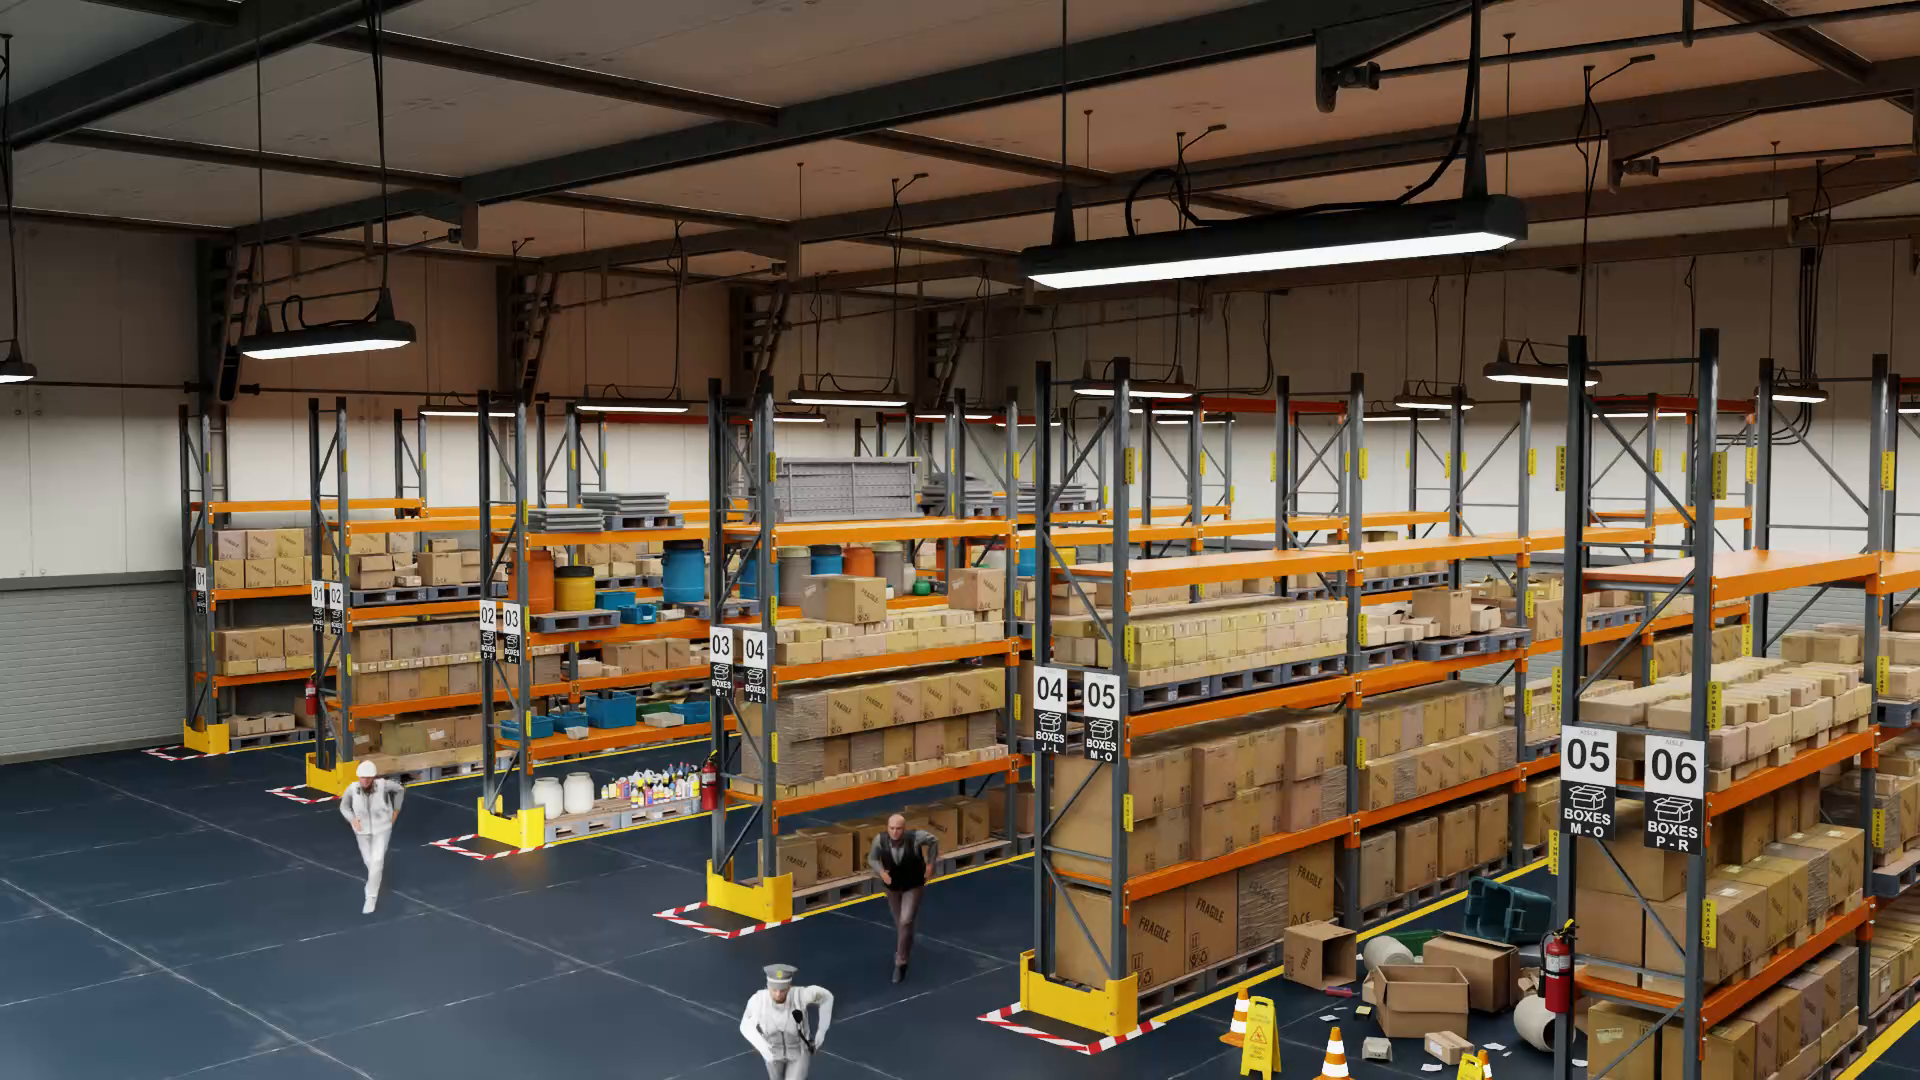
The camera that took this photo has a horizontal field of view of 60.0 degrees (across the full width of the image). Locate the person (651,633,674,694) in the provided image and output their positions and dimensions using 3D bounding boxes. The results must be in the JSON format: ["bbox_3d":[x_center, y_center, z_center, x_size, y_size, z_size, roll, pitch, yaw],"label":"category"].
[{"bbox_3d":[-5.886,2.582,32.635,0.698,1.749,0.678,2,4,35],"label":"person"}]

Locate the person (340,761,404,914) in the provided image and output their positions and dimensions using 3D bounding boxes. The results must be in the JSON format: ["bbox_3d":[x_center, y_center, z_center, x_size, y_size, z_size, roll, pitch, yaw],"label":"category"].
[{"bbox_3d":[-6.722,3.332,19.056,0.697,1.733,1.045,-1,3,-15],"label":"person"}]

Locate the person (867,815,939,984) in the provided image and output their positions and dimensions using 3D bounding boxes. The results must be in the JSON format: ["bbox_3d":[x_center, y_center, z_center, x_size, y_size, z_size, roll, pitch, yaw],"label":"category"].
[{"bbox_3d":[-0.551,3.496,16.601,0.701,1.682,0.994,0,3,6],"label":"person"}]

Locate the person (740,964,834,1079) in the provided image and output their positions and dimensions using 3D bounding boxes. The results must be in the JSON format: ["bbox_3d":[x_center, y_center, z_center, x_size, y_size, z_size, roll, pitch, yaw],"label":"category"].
[{"bbox_3d":[-1.237,3.763,12.025,0.658,1.625,0.965,0,3,0],"label":"person"}]
